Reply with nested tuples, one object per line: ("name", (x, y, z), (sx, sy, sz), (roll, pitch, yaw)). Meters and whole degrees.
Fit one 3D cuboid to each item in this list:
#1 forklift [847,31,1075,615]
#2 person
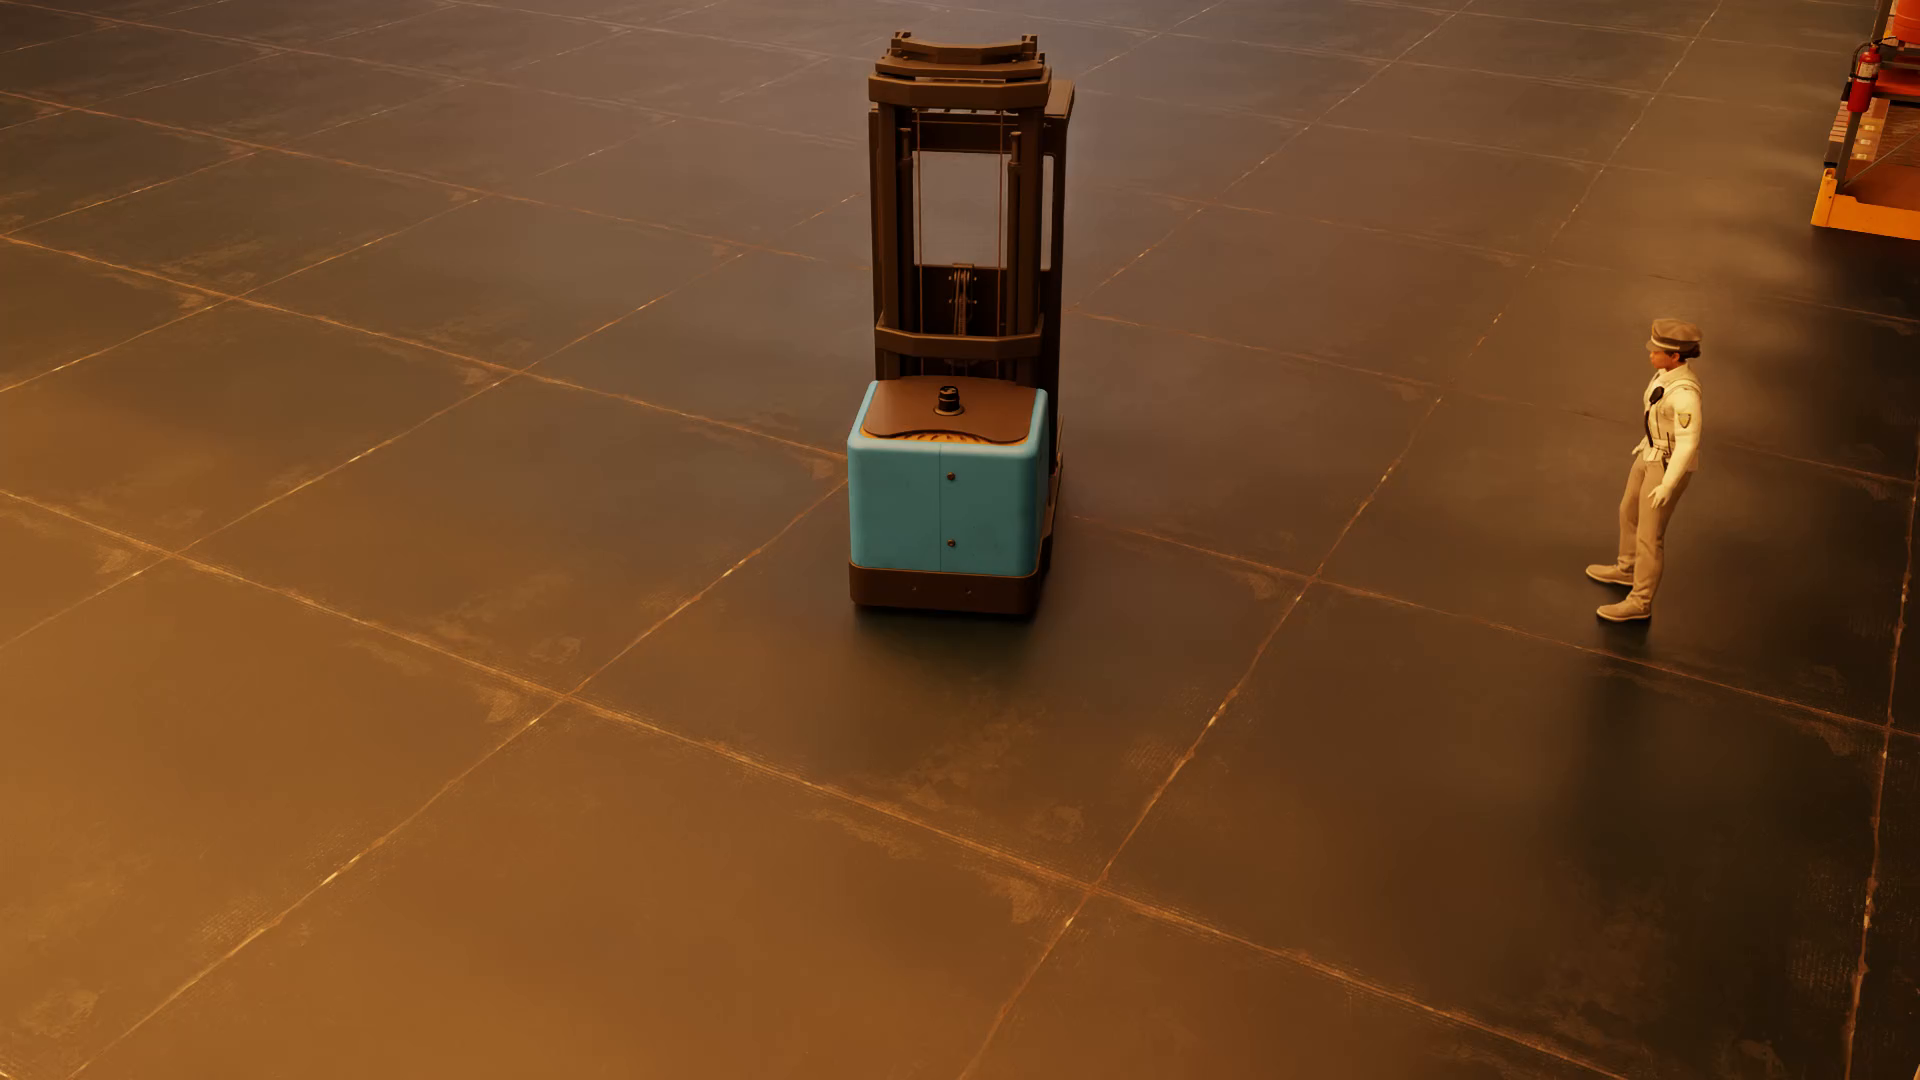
("forklift", (0.072, -1.572, 9.794), (1.130, 2.935, 3.031), (3, 30, 6))
("person", (3.784, -0.402, 9.040), (0.397, 1.667, 0.610), (7, 31, 11))
